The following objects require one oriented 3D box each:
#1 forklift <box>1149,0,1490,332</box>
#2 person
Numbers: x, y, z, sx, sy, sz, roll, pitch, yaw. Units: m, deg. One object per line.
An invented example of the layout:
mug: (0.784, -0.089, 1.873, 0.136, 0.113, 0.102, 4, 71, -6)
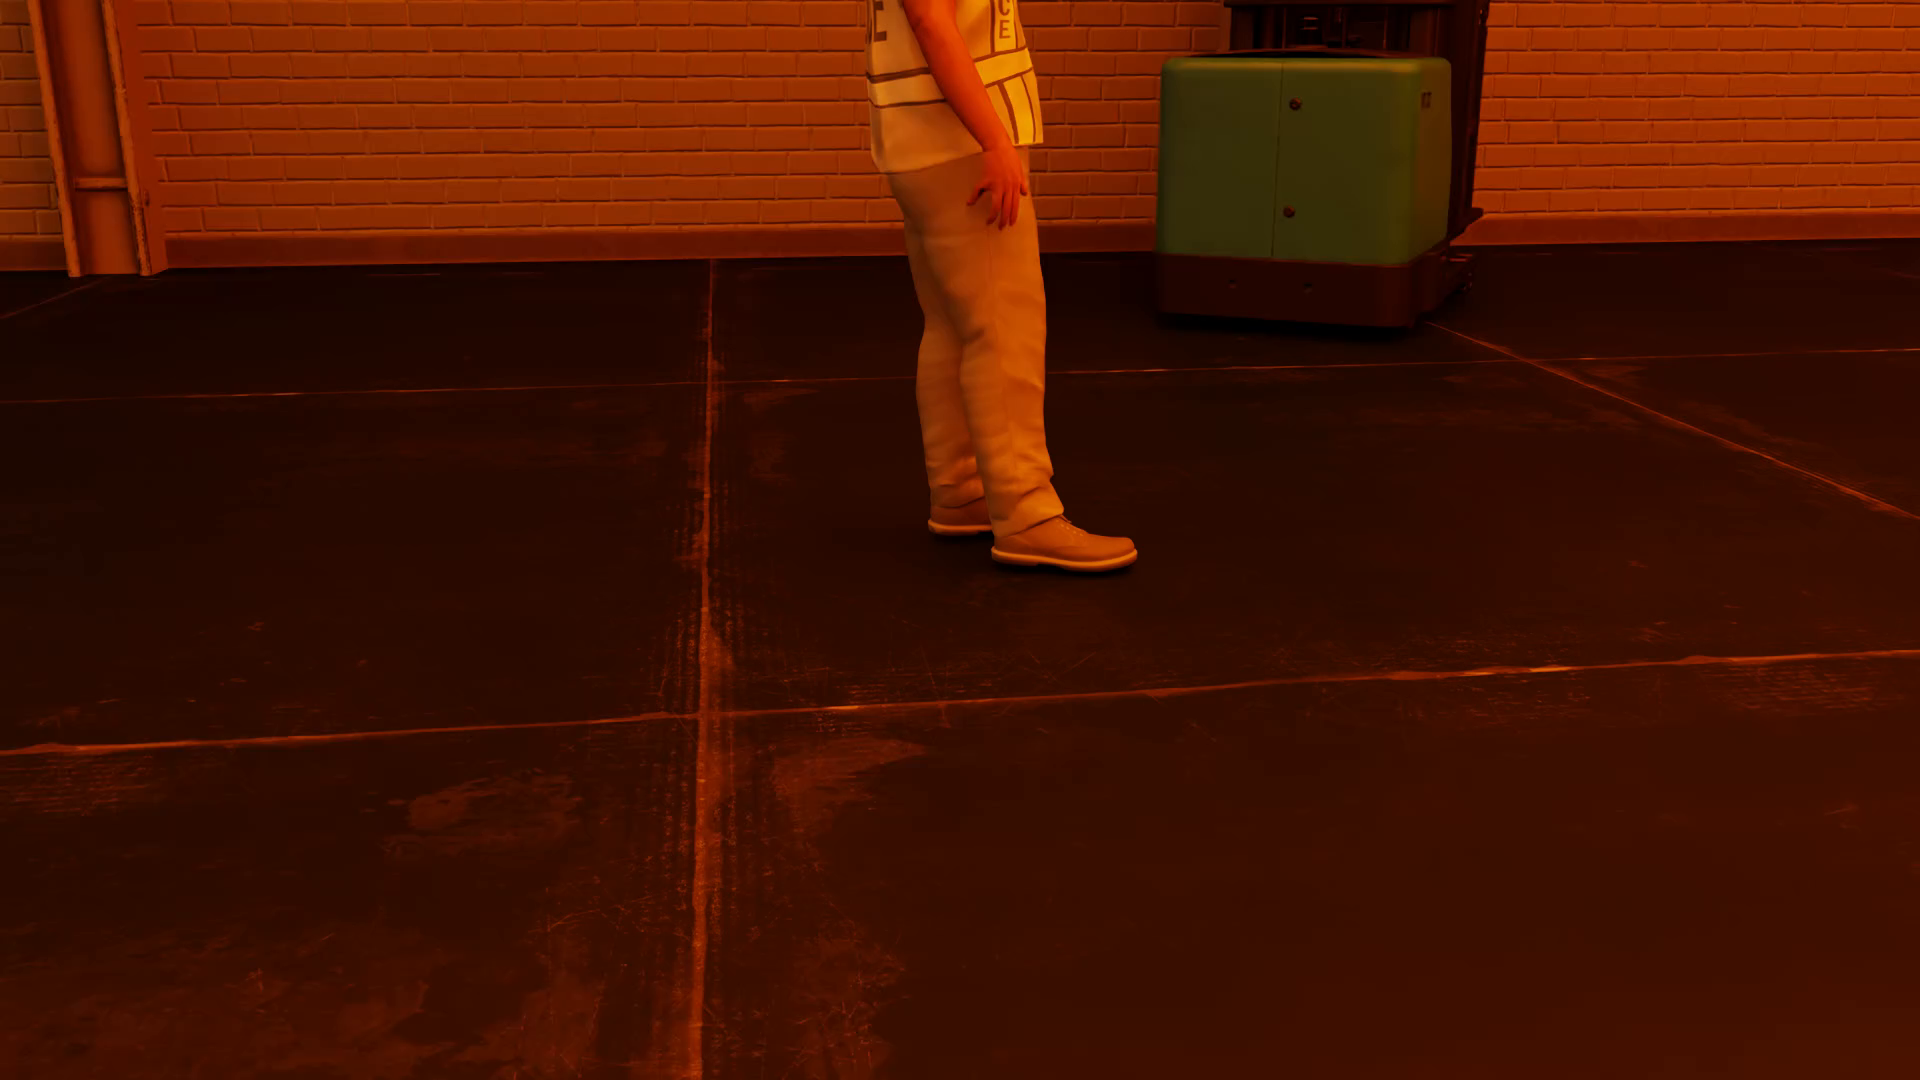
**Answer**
forklift: (1.850, -2.609, 7.545, 1.130, 2.935, 3.031, 7, 18, 23)
person: (0.079, -0.859, 3.707, 0.574, 1.778, 0.641, -2, 17, -8)
